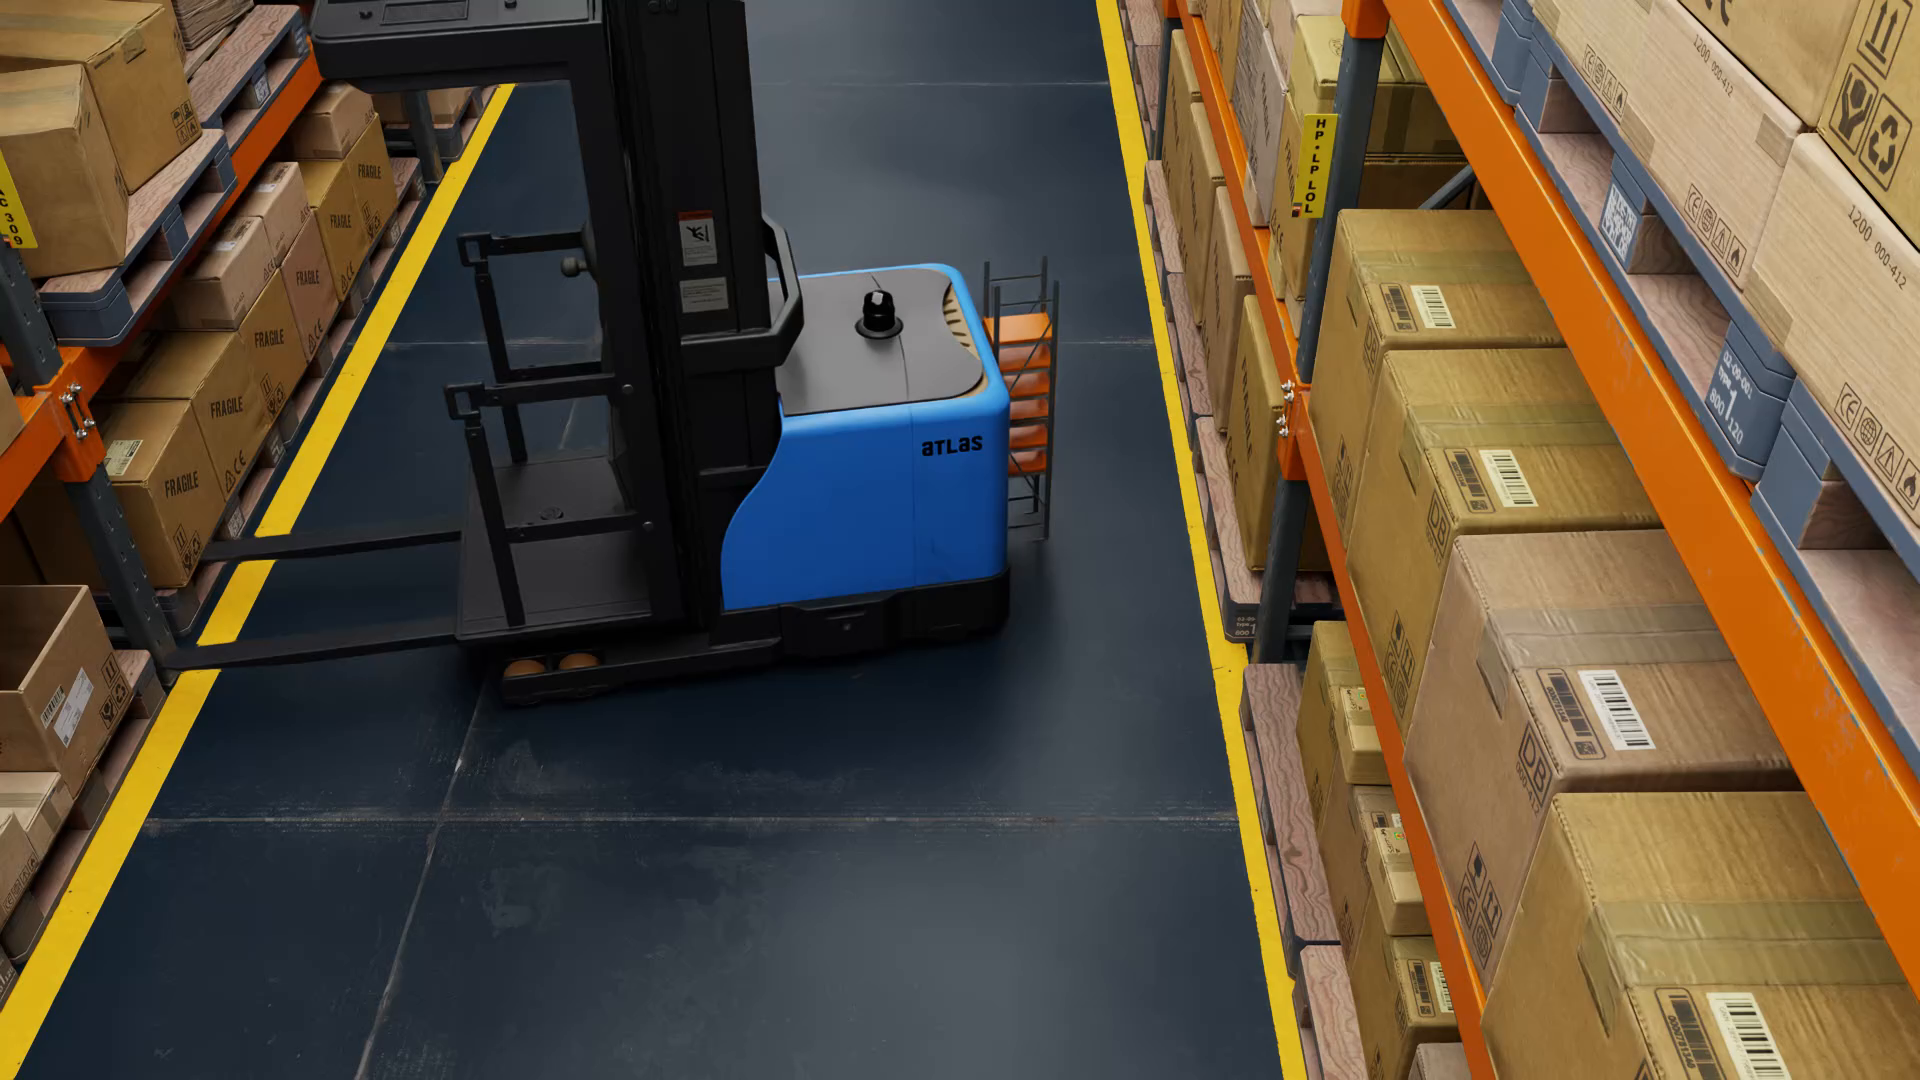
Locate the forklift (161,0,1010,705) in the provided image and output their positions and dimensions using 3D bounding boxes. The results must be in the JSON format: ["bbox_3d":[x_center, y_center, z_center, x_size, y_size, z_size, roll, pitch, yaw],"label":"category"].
[{"bbox_3d":[-1.383,-0.908,5.539,3.031,2.935,1.130,-7,39,-9],"label":"forklift"}]

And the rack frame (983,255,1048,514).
[{"bbox_3d":[0.206,-0.569,6.501,0.240,1.200,0.006,-7,39,-9],"label":"rack frame"}]

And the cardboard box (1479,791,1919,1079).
[{"bbox_3d":[1.560,0.938,2.941,0.980,0.700,0.700,0,39,0],"label":"cardboard box"}]

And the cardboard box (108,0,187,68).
[{"bbox_3d":[-3.440,-1.974,6.399,0.700,0.500,0.500,-9,40,-11],"label":"cardboard box"}]

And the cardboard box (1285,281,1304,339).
[{"bbox_3d":[1.294,-0.794,5.526,0.380,0.149,0.250,0,39,0],"label":"cardboard box"}]

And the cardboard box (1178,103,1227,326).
[{"bbox_3d":[1.437,-1.491,7.595,0.750,0.750,0.750,0,39,0],"label":"cardboard box"}]

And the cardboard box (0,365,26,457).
[{"bbox_3d":[-3.119,-0.393,4.762,0.500,0.500,0.500,1,39,1],"label":"cardboard box"}]

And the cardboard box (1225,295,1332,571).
[{"bbox_3d":[1.447,-0.404,6.239,0.750,0.750,0.750,0,39,0],"label":"cardboard box"}]

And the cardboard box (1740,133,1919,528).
[{"bbox_3d":[1.314,-0.269,1.993,0.500,0.250,0.500,-1,39,-2],"label":"cardboard box"}]

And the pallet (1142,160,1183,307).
[{"bbox_3d":[1.499,-1.593,8.569,1.003,0.211,1.213,0,39,0],"label":"pallet"}]

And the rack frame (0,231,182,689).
[{"bbox_3d":[-3.376,-0.667,5.183,1.000,3.000,0.127,0,39,0],"label":"rack frame"}]

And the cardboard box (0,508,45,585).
[{"bbox_3d":[-3.663,-0.171,6.212,0.500,0.500,0.500,0,39,0],"label":"cardboard box"}]

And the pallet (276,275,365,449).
[{"bbox_3d":[-3.419,-0.852,7.644,1.003,0.211,1.213,0,39,0],"label":"pallet"}]

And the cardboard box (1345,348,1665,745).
[{"bbox_3d":[1.557,0.006,4.104,0.980,0.700,0.700,-1,39,-1],"label":"cardboard box"}]

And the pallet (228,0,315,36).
[{"bbox_3d":[-3.310,-2.669,7.836,1.213,0.211,1.003,0,39,0],"label":"pallet"}]

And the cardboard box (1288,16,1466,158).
[{"bbox_3d":[1.321,-1.420,5.190,0.500,0.250,0.500,1,39,1],"label":"cardboard box"}]

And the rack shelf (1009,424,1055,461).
[{"bbox_3d":[0.224,-0.385,6.533,0.258,0.103,0.180,-7,39,-9],"label":"rack shelf"}]

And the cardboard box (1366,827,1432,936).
[{"bbox_3d":[1.295,0.894,4.380,0.380,0.149,0.250,-1,39,-1],"label":"cardboard box"}]

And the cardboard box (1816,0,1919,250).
[{"bbox_3d":[1.319,-0.549,1.742,0.500,0.500,0.500,1,39,1],"label":"cardboard box"}]

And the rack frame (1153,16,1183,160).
[{"bbox_3d":[1.573,-3.174,8.312,1.000,3.000,0.127,0,39,0],"label":"rack frame"}]

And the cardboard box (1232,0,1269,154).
[{"bbox_3d":[1.323,-1.757,6.210,0.500,0.500,0.500,0,39,0],"label":"cardboard box"}]

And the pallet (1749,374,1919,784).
[{"bbox_3d":[1.571,0.229,1.738,1.003,0.211,1.213,0,39,0],"label":"pallet"}]

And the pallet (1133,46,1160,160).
[{"bbox_3d":[1.574,-2.574,9.794,1.003,0.211,1.213,0,39,0],"label":"pallet"}]

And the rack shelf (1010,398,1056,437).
[{"bbox_3d":[0.224,-0.478,6.458,0.258,0.103,0.180,-7,39,-9],"label":"rack shelf"}]

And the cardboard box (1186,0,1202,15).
[{"bbox_3d":[1.249,-2.554,7.723,0.380,0.149,0.250,1,39,1],"label":"cardboard box"}]

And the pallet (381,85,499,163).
[{"bbox_3d":[-3.343,-2.595,9.819,1.003,0.211,1.213,0,39,0],"label":"pallet"}]

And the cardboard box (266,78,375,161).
[{"bbox_3d":[-3.140,-2.037,7.941,0.500,0.250,0.500,1,39,2],"label":"cardboard box"}]

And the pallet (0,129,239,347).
[{"bbox_3d":[-3.268,-1.092,5.867,1.003,0.211,1.213,0,39,0],"label":"pallet"}]

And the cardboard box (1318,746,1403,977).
[{"bbox_3d":[1.473,0.921,4.865,0.700,0.500,0.500,0,39,-1],"label":"cardboard box"}]

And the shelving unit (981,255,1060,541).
[{"bbox_3d":[0.224,-0.513,6.431,0.258,1.200,0.189,-7,39,-9],"label":"shelving unit"}]

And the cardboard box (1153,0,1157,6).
[{"bbox_3d":[1.597,-3.769,10.702,0.700,0.500,0.500,0,39,0],"label":"cardboard box"}]

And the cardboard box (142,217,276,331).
[{"bbox_3d":[-3.134,-1.084,6.751,0.500,0.250,0.500,0,39,0],"label":"cardboard box"}]

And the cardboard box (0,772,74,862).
[{"bbox_3d":[-3.031,0.865,5.200,0.380,0.149,0.250,0,39,0],"label":"cardboard box"}]

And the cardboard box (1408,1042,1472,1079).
[{"bbox_3d":[1.480,1.575,4.049,0.700,0.500,0.500,-1,39,-2],"label":"cardboard box"}]

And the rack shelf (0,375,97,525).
[{"bbox_3d":[-3.374,0.865,3.848,1.077,0.370,4.000,0,39,0],"label":"rack shelf"}]

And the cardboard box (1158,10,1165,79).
[{"bbox_3d":[1.520,-2.820,9.518,0.700,0.500,0.500,0,39,1],"label":"cardboard box"}]

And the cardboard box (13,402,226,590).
[{"bbox_3d":[-3.133,-0.166,6.205,0.500,0.500,0.500,-2,39,-2],"label":"cardboard box"}]

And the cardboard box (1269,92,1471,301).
[{"bbox_3d":[1.325,-1.124,5.420,0.500,0.500,0.500,-1,39,-1],"label":"cardboard box"}]

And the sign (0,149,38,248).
[{"bbox_3d":[-2.833,-1.010,4.919,0.100,0.325,0.005,0,39,0],"label":"sign"}]

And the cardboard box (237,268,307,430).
[{"bbox_3d":[-3.138,-0.812,7.011,0.500,0.500,0.500,0,39,0],"label":"cardboard box"}]

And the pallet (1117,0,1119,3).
[{"bbox_3d":[1.571,-4.100,11.698,1.003,0.211,1.213,0,39,0],"label":"pallet"}]

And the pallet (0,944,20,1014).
[{"bbox_3d":[-3.372,1.616,4.565,1.003,0.211,1.213,0,39,0],"label":"pallet"}]

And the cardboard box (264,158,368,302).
[{"bbox_3d":[-3.144,-1.456,7.815,0.500,0.500,0.500,-1,39,-2],"label":"cardboard box"}]

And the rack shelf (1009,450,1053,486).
[{"bbox_3d":[0.224,-0.291,6.608,0.258,0.103,0.180,-7,39,-9],"label":"rack shelf"}]

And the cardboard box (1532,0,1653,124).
[{"bbox_3d":[1.309,-0.916,2.799,0.500,0.250,0.500,-1,39,-1],"label":"cardboard box"}]

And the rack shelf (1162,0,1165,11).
[{"bbox_3d":[1.571,-4.144,10.098,1.077,0.370,4.000,0,39,0],"label":"rack shelf"}]

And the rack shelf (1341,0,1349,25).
[{"bbox_3d":[1.575,-2.813,6.038,1.077,0.370,4.000,0,39,0],"label":"rack shelf"}]

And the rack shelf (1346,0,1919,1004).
[{"bbox_3d":[1.580,-0.312,2.917,1.077,0.370,4.000,0,39,0],"label":"rack shelf"}]

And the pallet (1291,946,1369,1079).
[{"bbox_3d":[1.505,1.656,4.515,1.003,0.211,1.213,0,39,0],"label":"pallet"}]

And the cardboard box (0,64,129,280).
[{"bbox_3d":[-3.153,-1.166,5.391,0.700,0.500,0.500,-13,40,-15],"label":"cardboard box"}]

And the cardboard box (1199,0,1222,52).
[{"bbox_3d":[1.309,-2.395,7.006,0.500,0.500,0.500,0,39,0],"label":"cardboard box"}]
